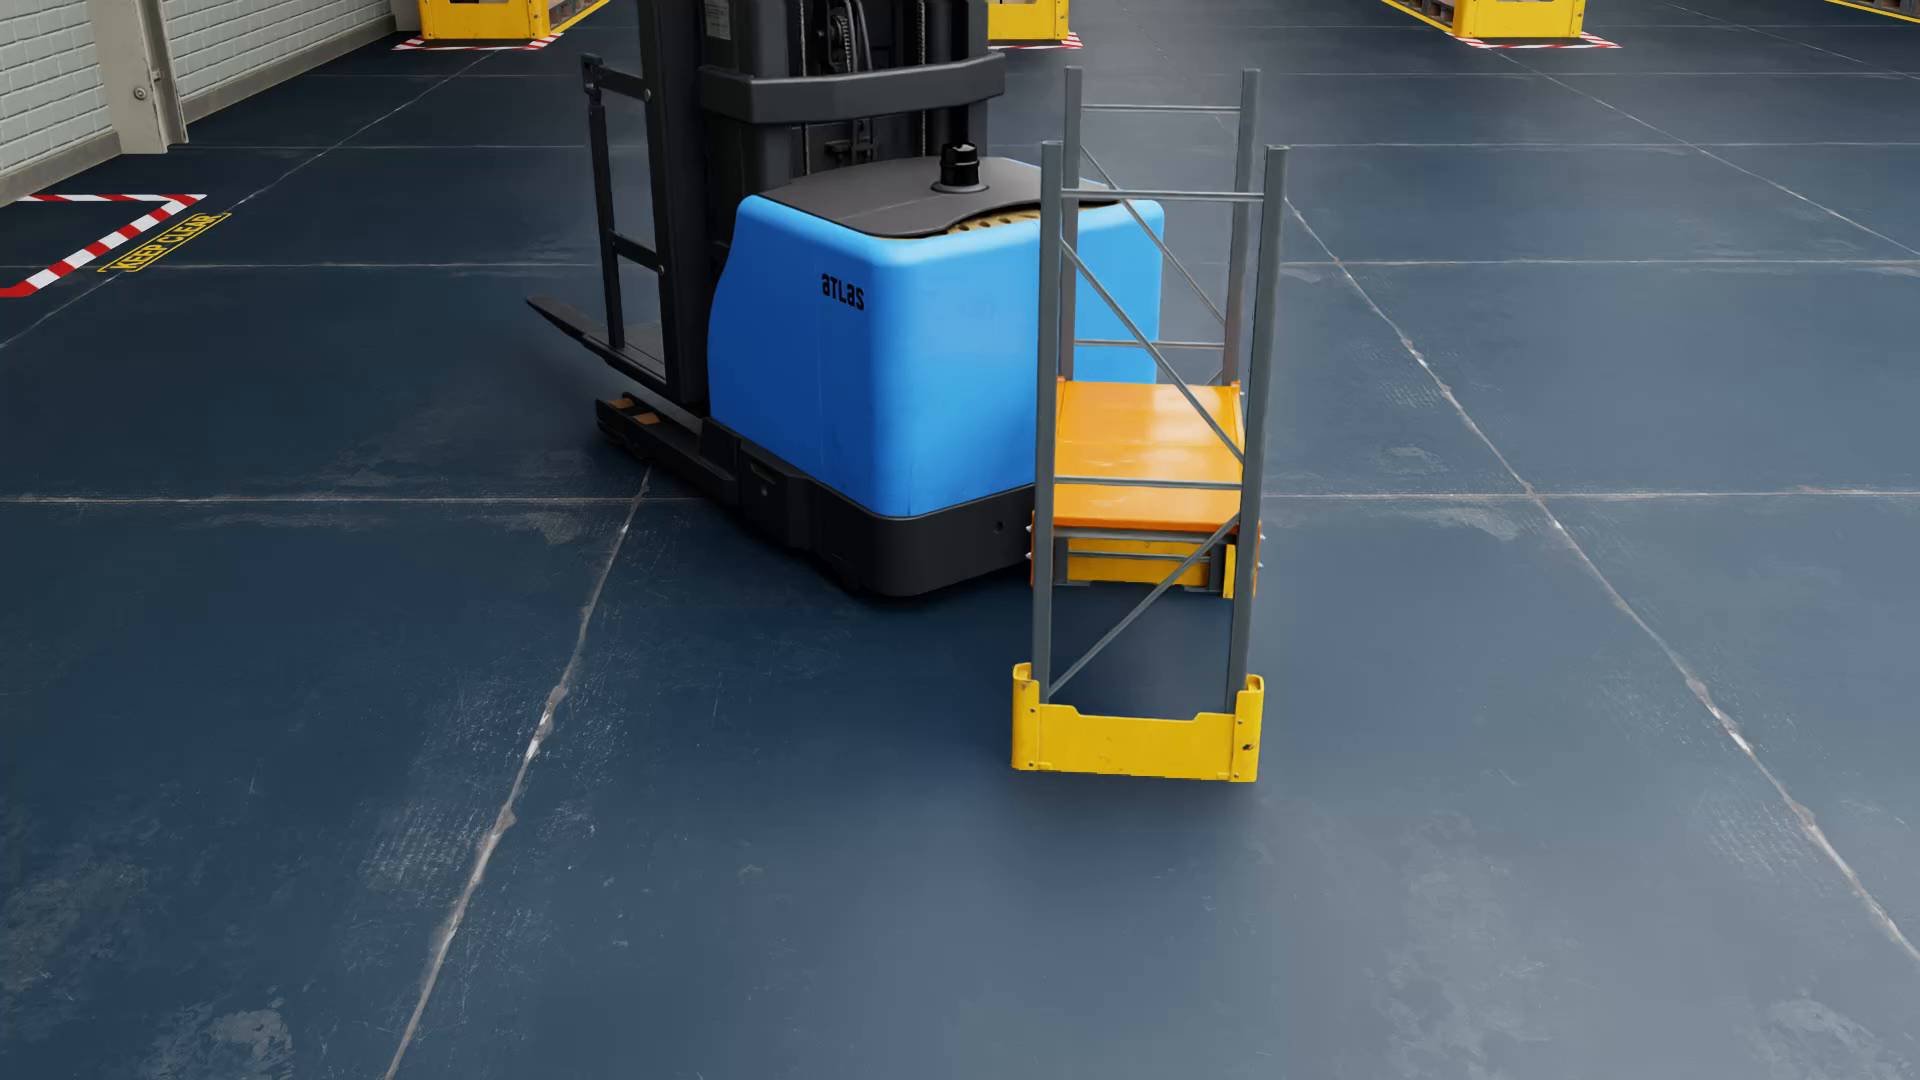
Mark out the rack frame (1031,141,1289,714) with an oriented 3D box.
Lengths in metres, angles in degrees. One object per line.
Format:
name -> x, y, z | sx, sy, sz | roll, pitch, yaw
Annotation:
rack frame -> 0.417, -0.124, 3.703 | 0.500, 1.500, 0.032 | 3, 24, 6

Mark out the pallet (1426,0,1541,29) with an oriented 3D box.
pallet -> 5.336, -5.287, 16.683 | 1.003, 0.211, 1.213 | 0, 24, -1

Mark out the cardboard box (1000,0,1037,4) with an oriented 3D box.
cardboard box -> 0.651, -5.331, 16.224 | 0.500, 0.250, 0.500 | 0, 24, -1

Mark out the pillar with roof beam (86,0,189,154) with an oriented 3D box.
pillar with roof beam -> -1.022, -6.712, 9.170 | 9.100, 9.000, 0.400 | 0, 24, -1

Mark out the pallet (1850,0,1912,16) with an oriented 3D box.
pallet -> 10.355, -5.811, 17.841 | 1.003, 0.211, 1.213 | 0, 24, -1

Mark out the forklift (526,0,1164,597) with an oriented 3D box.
forklift -> -0.657, -1.723, 5.503 | 1.130, 2.935, 3.031 | -17, 29, -32

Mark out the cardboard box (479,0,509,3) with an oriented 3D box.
cardboard box -> -4.437, -5.408, 16.295 | 0.500, 0.311, 0.500 | -3, 25, -7

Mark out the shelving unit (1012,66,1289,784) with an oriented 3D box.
shelving unit -> 0.472, -0.336, 4.172 | 0.587, 1.500, 1.083 | 3, 24, 6

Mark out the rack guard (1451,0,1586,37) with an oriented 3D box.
rack guard -> 5.339, -5.083, 15.883 | 1.175, 0.500, 0.348 | 0, 24, -1

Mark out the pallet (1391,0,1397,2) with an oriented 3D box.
pallet -> 5.309, -6.292, 18.906 | 1.003, 0.211, 1.213 | 0, 24, -1

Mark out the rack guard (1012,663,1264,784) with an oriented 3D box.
rack guard -> 0.419, 0.438, 3.978 | 0.587, 0.250, 0.087 | 3, 24, 6

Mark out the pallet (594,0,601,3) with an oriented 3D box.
pallet -> -4.520, -6.248, 18.808 | 1.003, 0.211, 1.213 | 0, 24, -1

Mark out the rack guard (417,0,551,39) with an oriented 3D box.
rack guard -> -4.520, -5.039, 15.785 | 1.175, 0.500, 0.348 | 0, 24, -1

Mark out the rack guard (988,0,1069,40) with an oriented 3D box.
rack guard -> 0.434, -5.022, 15.746 | 1.175, 0.500, 0.348 | 0, 24, -1

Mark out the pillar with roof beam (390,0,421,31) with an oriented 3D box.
pillar with roof beam -> -1.087, -9.184, 14.636 | 9.100, 9.000, 0.400 | 0, 24, -1

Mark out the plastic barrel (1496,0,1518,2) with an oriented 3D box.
plastic barrel -> 5.304, -5.520, 16.324 | 0.421, 0.512, 0.421 | 0, 24, 0

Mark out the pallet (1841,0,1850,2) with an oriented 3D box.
pallet -> 10.339, -6.315, 18.956 | 1.003, 0.211, 1.213 | 0, 24, -1

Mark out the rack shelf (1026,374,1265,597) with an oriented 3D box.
rack shelf -> 0.472, -0.168, 4.238 | 0.538, 0.185, 1.000 | 3, 24, 6

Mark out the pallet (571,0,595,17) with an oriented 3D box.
pallet -> -4.504, -5.744, 17.694 | 1.003, 0.211, 1.213 | 0, 24, -1

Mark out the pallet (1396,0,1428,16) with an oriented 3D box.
pallet -> 5.326, -5.788, 17.791 | 1.003, 0.211, 1.213 | 0, 24, -1

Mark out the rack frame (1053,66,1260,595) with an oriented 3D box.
rack frame -> 0.526, -0.540, 4.624 | 0.500, 1.500, 0.032 | 3, 24, 6

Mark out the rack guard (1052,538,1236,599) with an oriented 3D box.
rack guard -> 0.526, 0.030, 4.881 | 0.587, 0.250, 0.087 | 3, 24, 6

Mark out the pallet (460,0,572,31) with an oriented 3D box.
pallet -> -4.493, -5.242, 16.585 | 1.003, 0.211, 1.213 | 0, 24, -1

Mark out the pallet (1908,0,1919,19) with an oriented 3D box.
pallet -> 10.366, -5.309, 16.733 | 1.003, 0.211, 1.213 | 0, 24, -1

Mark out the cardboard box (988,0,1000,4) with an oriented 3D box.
cardboard box -> 0.133, -5.329, 16.219 | 0.500, 0.250, 0.500 | 0, 24, -1
